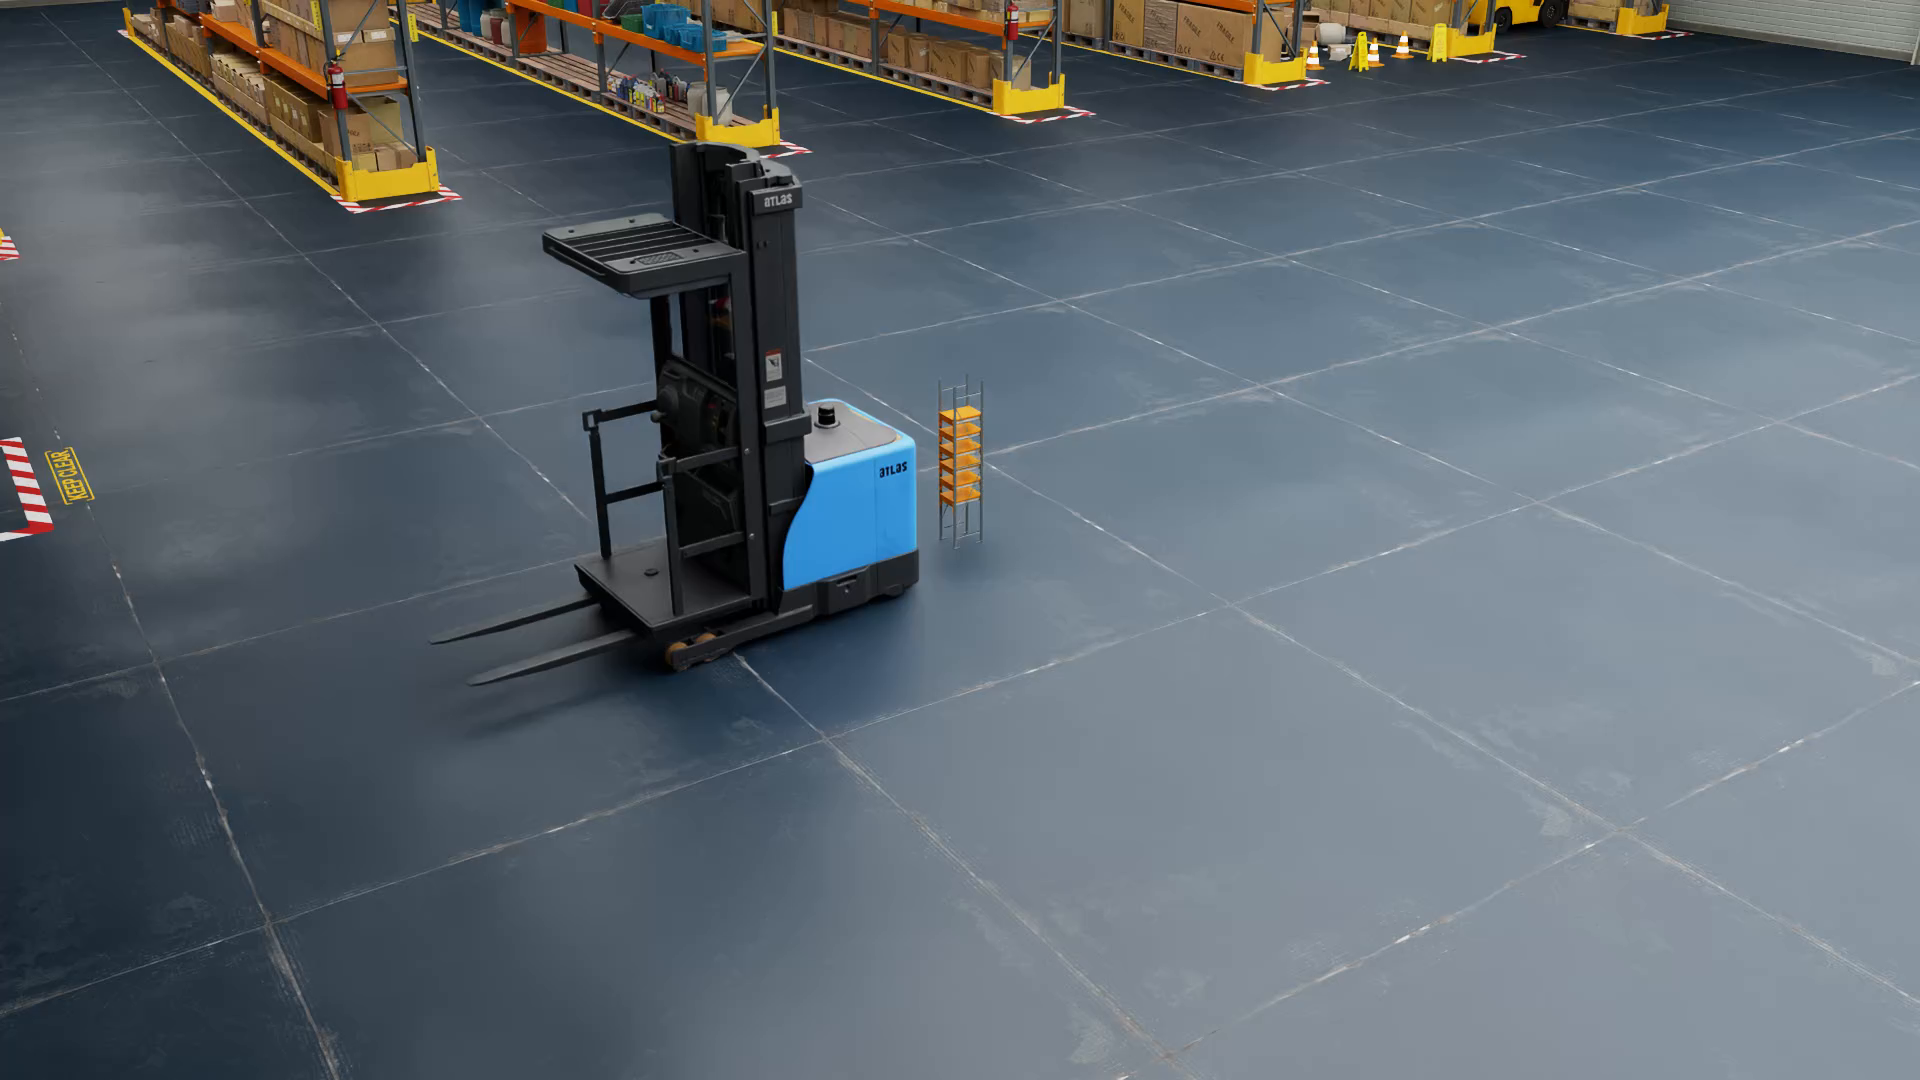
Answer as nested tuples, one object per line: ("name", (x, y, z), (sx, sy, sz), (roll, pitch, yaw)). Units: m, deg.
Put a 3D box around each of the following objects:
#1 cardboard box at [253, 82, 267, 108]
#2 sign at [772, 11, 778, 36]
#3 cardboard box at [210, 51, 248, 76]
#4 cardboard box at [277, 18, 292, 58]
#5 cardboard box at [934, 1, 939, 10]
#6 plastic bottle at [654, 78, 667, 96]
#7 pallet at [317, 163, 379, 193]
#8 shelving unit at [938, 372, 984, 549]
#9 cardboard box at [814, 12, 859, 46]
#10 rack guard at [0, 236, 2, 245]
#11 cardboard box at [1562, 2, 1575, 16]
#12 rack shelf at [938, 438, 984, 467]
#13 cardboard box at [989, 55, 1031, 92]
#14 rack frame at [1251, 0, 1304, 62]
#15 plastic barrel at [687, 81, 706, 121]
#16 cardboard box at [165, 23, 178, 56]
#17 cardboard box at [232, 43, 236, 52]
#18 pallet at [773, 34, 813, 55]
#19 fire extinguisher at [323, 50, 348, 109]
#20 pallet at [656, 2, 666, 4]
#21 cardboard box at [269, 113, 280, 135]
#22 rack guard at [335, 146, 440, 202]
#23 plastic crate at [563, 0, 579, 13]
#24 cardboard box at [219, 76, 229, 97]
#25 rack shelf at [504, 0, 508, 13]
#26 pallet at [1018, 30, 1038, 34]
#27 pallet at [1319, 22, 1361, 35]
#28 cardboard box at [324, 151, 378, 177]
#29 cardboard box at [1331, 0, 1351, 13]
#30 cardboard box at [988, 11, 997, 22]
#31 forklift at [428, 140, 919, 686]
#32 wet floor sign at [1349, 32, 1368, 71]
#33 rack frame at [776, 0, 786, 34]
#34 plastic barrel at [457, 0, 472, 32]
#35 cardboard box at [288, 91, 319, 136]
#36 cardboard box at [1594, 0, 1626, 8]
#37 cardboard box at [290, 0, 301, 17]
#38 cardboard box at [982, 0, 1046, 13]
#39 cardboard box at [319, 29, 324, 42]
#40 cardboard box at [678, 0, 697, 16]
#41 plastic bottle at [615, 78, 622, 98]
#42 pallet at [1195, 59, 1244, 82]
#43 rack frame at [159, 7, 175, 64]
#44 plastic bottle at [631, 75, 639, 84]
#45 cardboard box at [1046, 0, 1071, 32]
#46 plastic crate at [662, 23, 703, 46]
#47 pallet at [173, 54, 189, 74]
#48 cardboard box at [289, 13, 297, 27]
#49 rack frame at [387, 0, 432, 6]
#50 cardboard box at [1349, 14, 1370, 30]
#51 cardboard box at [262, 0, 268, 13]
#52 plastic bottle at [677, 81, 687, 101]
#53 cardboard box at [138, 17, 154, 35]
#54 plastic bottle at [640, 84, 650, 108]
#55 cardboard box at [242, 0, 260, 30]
("cardboard box", (-9.835, -6.444, 23.921), (0.500, 0.311, 0.500), (-16, 29, -30))
("sign", (-2.574, -7.140, 22.999), (0.100, 0.325, 0.005), (-16, 29, -30))
("cardboard box", (-11.517, -7.541, 26.244), (0.500, 0.311, 0.500), (-14, 29, -28))
("cardboard box", (-8.833, -6.867, 22.627), (0.700, 0.500, 0.500), (-16, 30, -30))
("cardboard box", (-0.201, -8.600, 26.711), (0.380, 0.149, 0.250), (-16, 29, -30))
("plastic bottle", (-4.634, -7.011, 25.725), (0.152, 0.276, 0.135), (-16, 29, -30))
("pallet", (-7.642, -4.738, 21.501), (1.003, 0.211, 1.213), (-16, 29, -30))
("shelving unit", (0.008, -0.537, 11.445), (0.258, 1.200, 0.189), (-16, 29, -30))
("cardboard box", (-2.244, -9.341, 30.398), (0.700, 0.500, 0.500), (-13, 28, -25))
("rack guard", (-11.380, -3.476, 18.490), (1.175, 0.500, 0.348), (-16, 29, -30))
("cardboard box", (12.522, -10.912, 34.042), (0.500, 0.250, 0.500), (-15, 29, -29))
("rack shelf", (0.008, -0.606, 11.413), (0.258, 0.103, 0.180), (-16, 29, -30))
("cardboard box", (0.785, -7.329, 26.160), (0.500, 0.500, 0.500), (-10, 27, -20))
("rack frame", (5.323, -9.162, 27.607), (1.000, 3.000, 0.127), (-16, 29, -30))
("plastic barrel", (-3.735, -6.350, 24.072), (0.421, 0.512, 0.421), (0, 25, 0))
("cardboard box", (-13.681, -8.866, 29.392), (0.500, 0.500, 0.500), (-17, 30, -32))
("cardboard box", (-11.857, -8.080, 27.728), (0.500, 0.500, 0.500), (-17, 30, -31))
("pallet", (-2.830, -9.363, 31.299), (1.003, 0.211, 1.213), (-16, 29, -30))
("fire extinguisher", (-7.514, -5.550, 20.045), (0.296, 0.674, 0.183), (-16, 29, -30))
("pallet", (-5.788, -11.364, 35.537), (1.003, 0.211, 1.213), (-16, 29, -30))
("cardboard box", (-9.374, -5.876, 23.374), (0.500, 0.250, 0.500), (-16, 29, -30))
("rack guard", (-7.177, -4.596, 20.863), (1.175, 0.500, 0.348), (-16, 29, -30))
("plastic crate", (-6.084, -8.634, 26.506), (0.392, 0.384, 0.575), (-16, 29, -30))
("cardboard box", (-11.242, -7.108, 25.984), (0.500, 0.250, 0.500), (-16, 30, -31))
("rack shelf", (-8.497, -10.139, 30.520), (1.077, 0.370, 4.000), (-16, 29, -30))
("pallet", (1.323, -10.463, 33.629), (1.003, 0.211, 1.213), (-16, 29, -30))
("pallet", (7.628, -10.289, 33.261), (1.003, 0.211, 1.213), (-16, 29, -30))
("cardboard box", (-7.730, -4.804, 21.105), (0.500, 0.250, 0.500), (-16, 29, -30))
("cardboard box", (7.630, -10.605, 32.515), (0.500, 0.500, 0.500), (-14, 29, -28))
("cardboard box", (0.648, -8.072, 25.592), (0.380, 0.149, 0.250), (-16, 29, -30))
("forklift", (-1.758, -0.793, 9.959), (3.031, 2.935, 1.130), (-17, 30, -32))
("wet floor sign", (6.998, -8.548, 29.065), (0.267, 0.644, 0.232), (-22, 33, -38))
("rack frame", (-3.255, -10.904, 31.296), (1.000, 3.000, 0.127), (-16, 29, -30))
("plastic barrel", (-9.306, -10.223, 31.819), (0.600, 0.901, 0.708), (-16, 29, -30))
("cardboard box", (-8.562, -5.676, 22.074), (0.500, 0.500, 0.500), (-16, 29, -30))
("cardboard box", (13.044, -10.784, 33.185), (0.500, 0.250, 0.500), (-16, 30, -30))
("cardboard box", (-8.304, -7.102, 21.606), (0.700, 0.500, 0.500), (-16, 29, -30))
("cardboard box", (0.835, -8.425, 25.580), (0.875, 0.500, 0.500), (-16, 29, -30))
("cardboard box", (-7.702, -6.259, 20.581), (0.380, 0.149, 0.250), (-15, 29, -28))
("cardboard box", (-5.072, -11.339, 34.216), (1.225, 0.875, 0.875), (-15, 29, -29))
("plastic bottle", (-5.215, -6.961, 25.619), (0.152, 0.276, 0.135), (-14, 29, -28))
("pallet", (4.821, -8.169, 28.769), (1.003, 0.211, 1.213), (-16, 29, -30))
("rack frame", (-13.741, -10.027, 29.439), (1.000, 3.000, 0.127), (-16, 29, -30))
("plastic bottle", (-5.007, -6.968, 25.547), (0.144, 0.351, 0.185), (-16, 29, -30))
("cardboard box", (2.202, -10.312, 32.187), (1.050, 0.750, 0.750), (-16, 29, -30))
("plastic crate", (-3.911, -7.164, 23.548), (0.499, 0.251, 0.408), (-16, 29, -30))
("pallet", (-13.265, -8.484, 29.437), (1.003, 0.211, 1.213), (-16, 29, -30))
("cardboard box", (-8.540, -6.810, 21.747), (0.380, 0.149, 0.250), (-16, 30, -30))
("rack frame", (-11.772, -12.611, 34.912), (1.000, 3.000, 0.127), (-16, 29, -30))
("cardboard box", (7.920, -10.078, 32.275), (0.500, 0.250, 0.500), (-16, 30, -30))
("cardboard box", (-9.389, -7.363, 22.919), (0.380, 0.149, 0.250), (-16, 29, -30))
("plastic bottle", (-4.262, -6.880, 25.447), (0.152, 0.276, 0.135), (-15, 29, -29))
("cardboard box", (-15.319, -9.795, 31.653), (0.500, 0.250, 0.500), (-16, 29, -30))
("plastic bottle", (-4.692, -6.648, 24.869), (0.144, 0.351, 0.185), (-14, 29, -27))
("cardboard box", (-10.340, -7.857, 24.725), (0.500, 0.500, 0.500), (-15, 29, -29))
